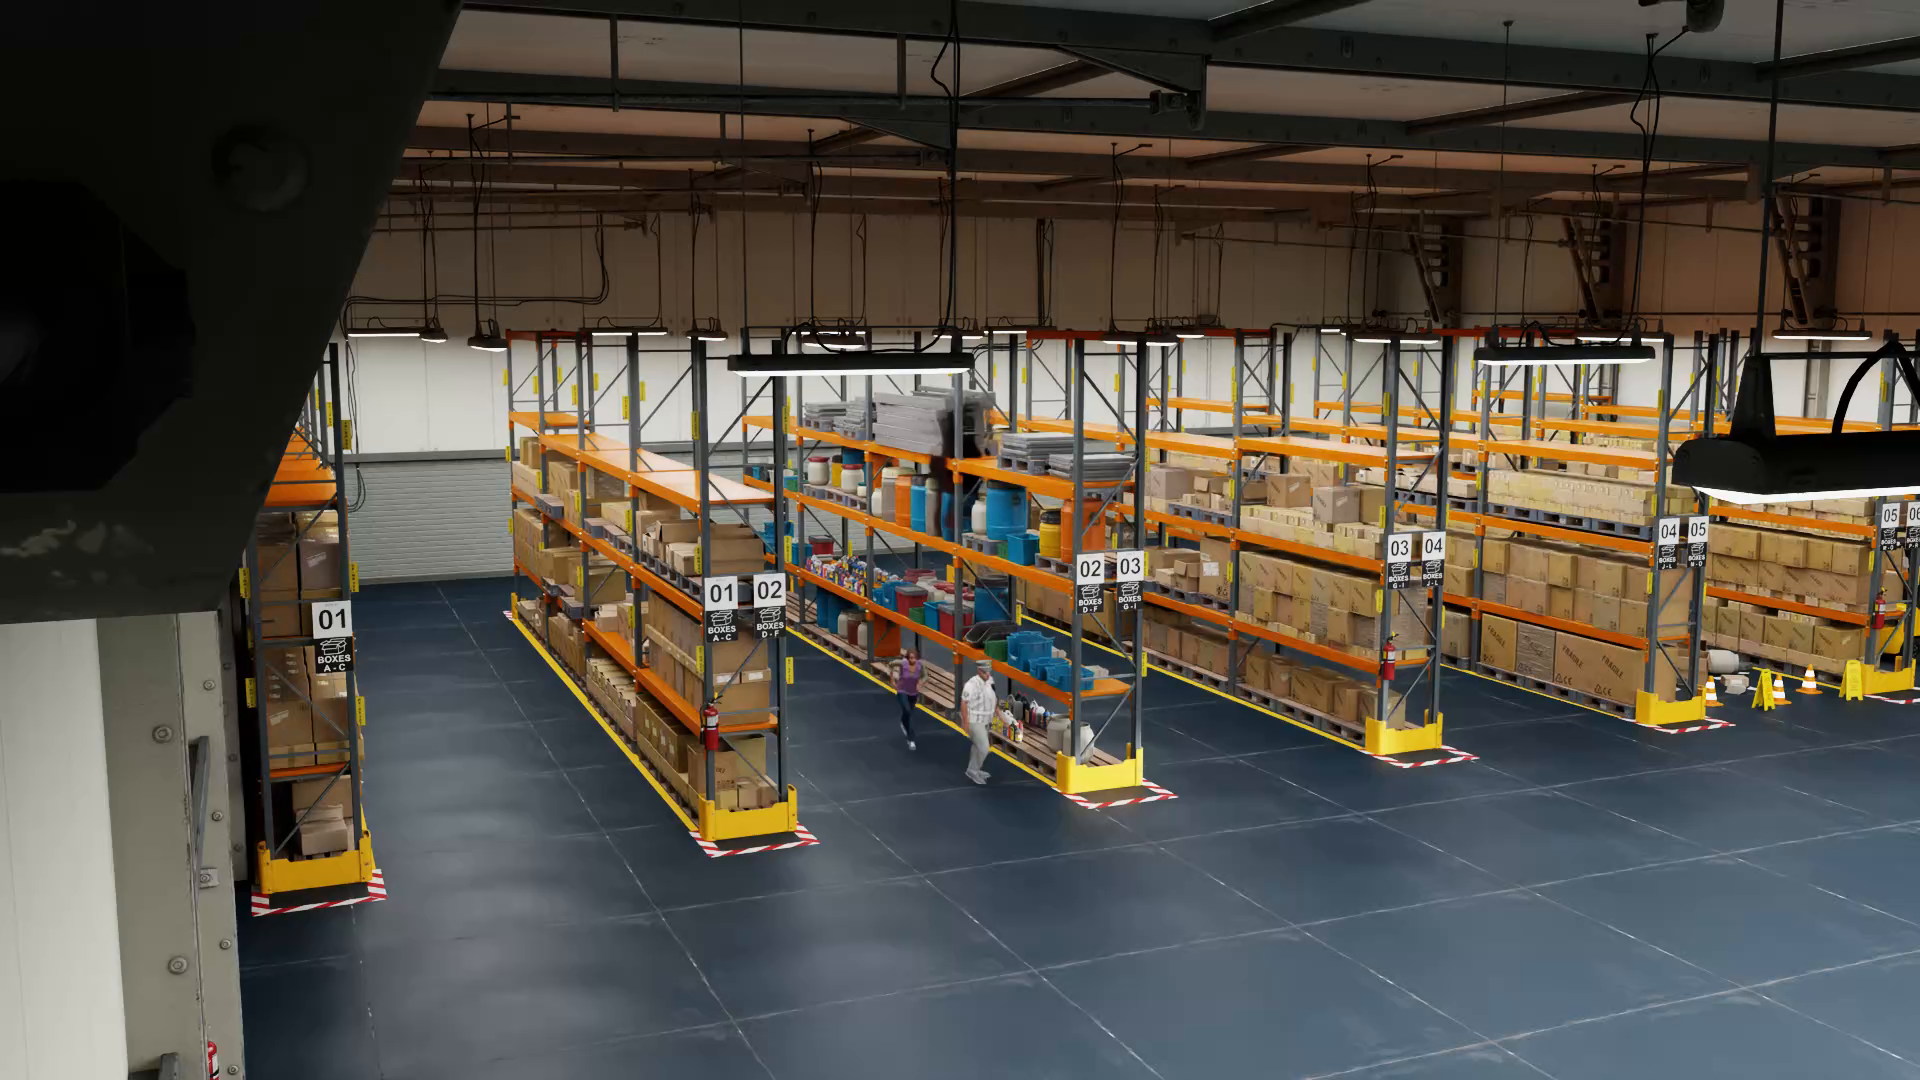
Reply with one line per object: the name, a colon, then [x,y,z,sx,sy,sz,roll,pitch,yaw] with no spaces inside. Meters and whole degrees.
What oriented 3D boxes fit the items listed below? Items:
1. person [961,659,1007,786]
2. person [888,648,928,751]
person: [0.263,2.439,22.476,0.601,1.722,0.616,5,9,31]
person: [-0.782,2.284,24.485,0.579,1.544,0.914,-2,8,-11]
